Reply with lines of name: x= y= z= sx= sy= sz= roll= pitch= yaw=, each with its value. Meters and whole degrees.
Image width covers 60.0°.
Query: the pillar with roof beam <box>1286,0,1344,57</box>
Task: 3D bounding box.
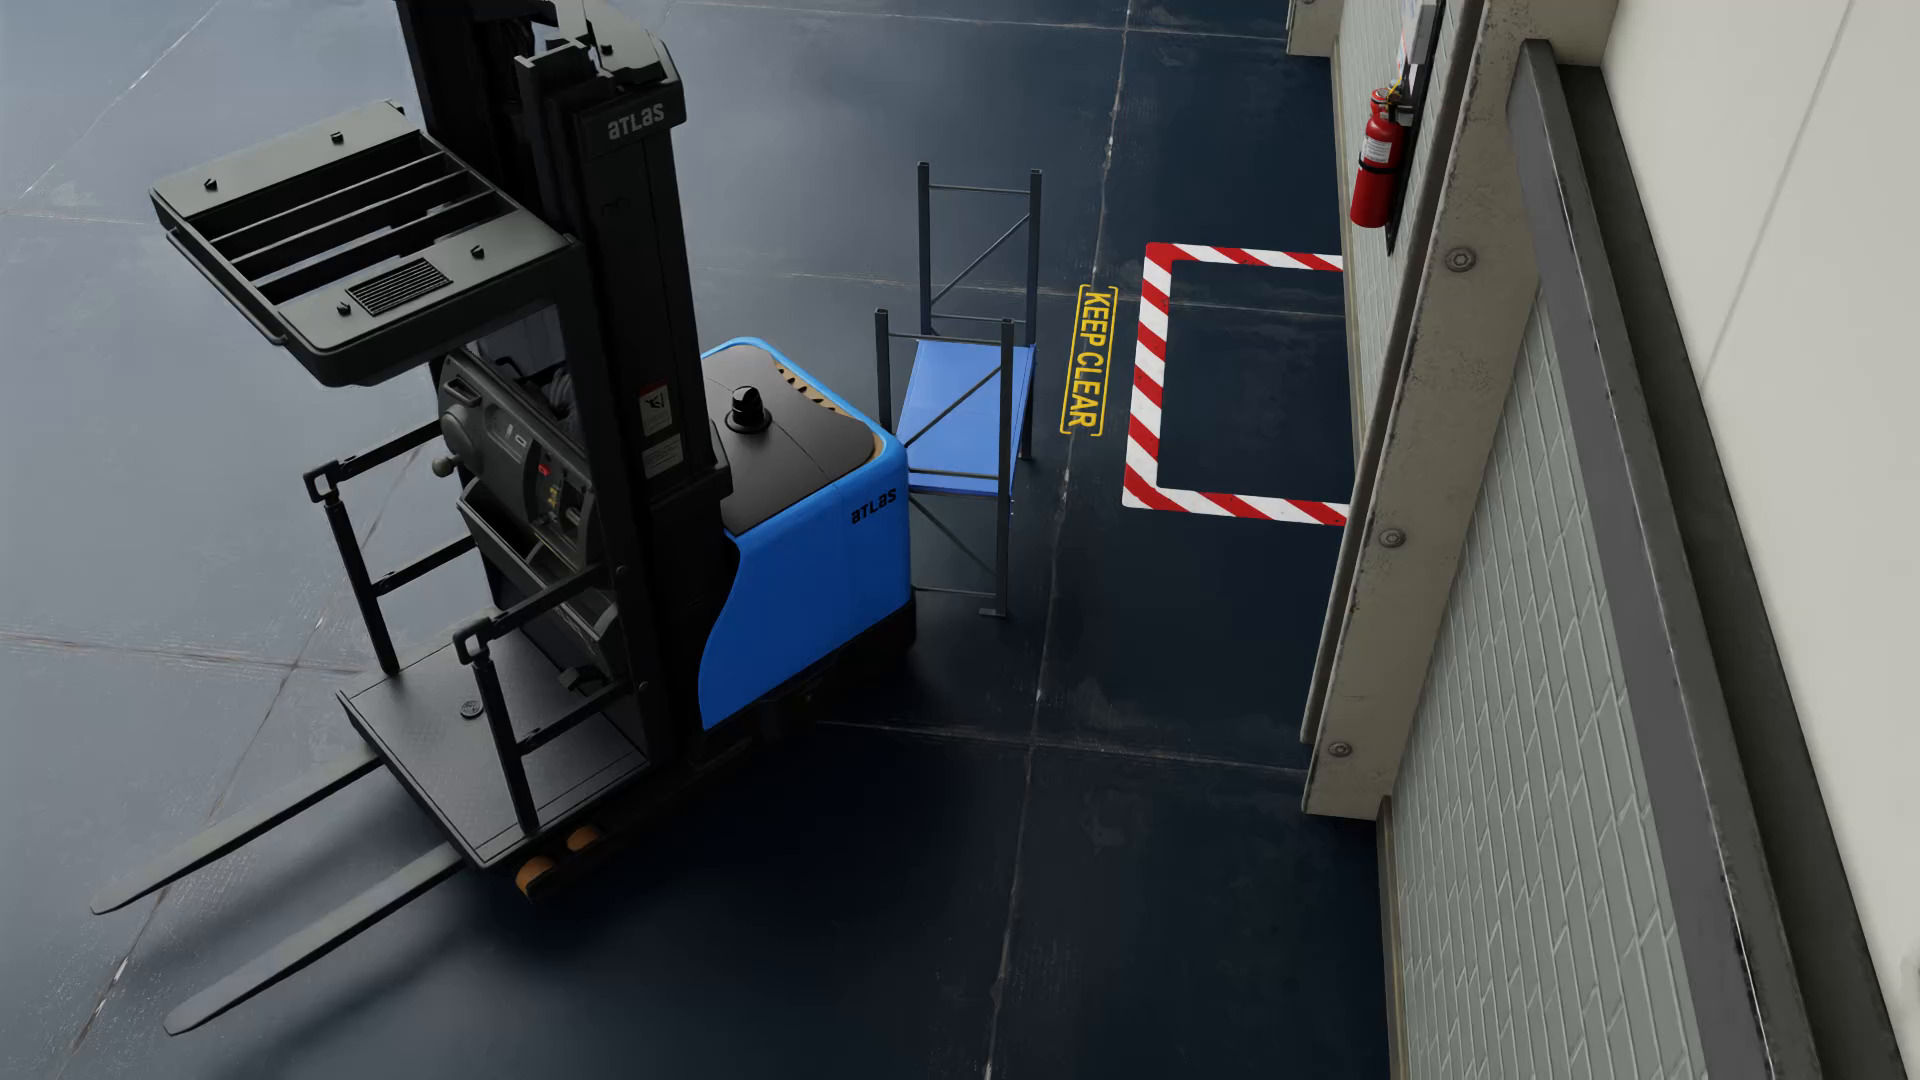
pillar with roof beam: x=-2.020 y=-6.853 z=7.965 sx=9.100 sy=9.000 sz=0.400 roll=5 pitch=44 yaw=6

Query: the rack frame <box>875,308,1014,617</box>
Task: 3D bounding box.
rack frame: x=-0.056 y=-0.256 z=6.452 sx=0.500 sy=1.500 sz=0.032 roll=5 pitch=44 yaw=6

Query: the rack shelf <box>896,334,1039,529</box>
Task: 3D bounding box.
rack shelf: x=0.011 y=-0.472 z=6.942 sx=0.538 sy=0.185 sz=1.000 roll=5 pitch=44 yaw=6

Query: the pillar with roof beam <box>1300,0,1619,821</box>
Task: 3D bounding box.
pillar with roof beam: x=-2.813 y=-2.764 z=3.647 sx=9.100 sy=9.000 sz=0.400 roll=5 pitch=44 yaw=6

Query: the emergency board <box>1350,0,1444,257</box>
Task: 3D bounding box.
emergency board: x=1.818 y=-1.875 z=7.071 sx=0.194 sy=1.169 sz=0.643 roll=5 pitch=44 yaw=6

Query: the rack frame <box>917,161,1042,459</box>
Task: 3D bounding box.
rack frame: x=0.078 y=-0.949 z=7.184 sx=0.500 sy=1.500 sz=0.032 roll=5 pitch=44 yaw=6

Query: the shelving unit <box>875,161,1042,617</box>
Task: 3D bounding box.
shelving unit: x=0.011 y=-0.603 z=6.818 sx=0.538 sy=1.500 sz=1.048 roll=5 pitch=44 yaw=6

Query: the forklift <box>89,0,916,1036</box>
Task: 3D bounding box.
forklift: x=-1.609 y=-0.192 z=5.343 sx=3.031 sy=2.935 sz=1.130 roll=-32 pitch=52 yaw=-29

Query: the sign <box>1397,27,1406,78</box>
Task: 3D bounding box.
sign: x=1.994 y=-2.256 z=7.447 sx=0.001 sy=0.329 sz=0.234 roll=5 pitch=44 yaw=6
